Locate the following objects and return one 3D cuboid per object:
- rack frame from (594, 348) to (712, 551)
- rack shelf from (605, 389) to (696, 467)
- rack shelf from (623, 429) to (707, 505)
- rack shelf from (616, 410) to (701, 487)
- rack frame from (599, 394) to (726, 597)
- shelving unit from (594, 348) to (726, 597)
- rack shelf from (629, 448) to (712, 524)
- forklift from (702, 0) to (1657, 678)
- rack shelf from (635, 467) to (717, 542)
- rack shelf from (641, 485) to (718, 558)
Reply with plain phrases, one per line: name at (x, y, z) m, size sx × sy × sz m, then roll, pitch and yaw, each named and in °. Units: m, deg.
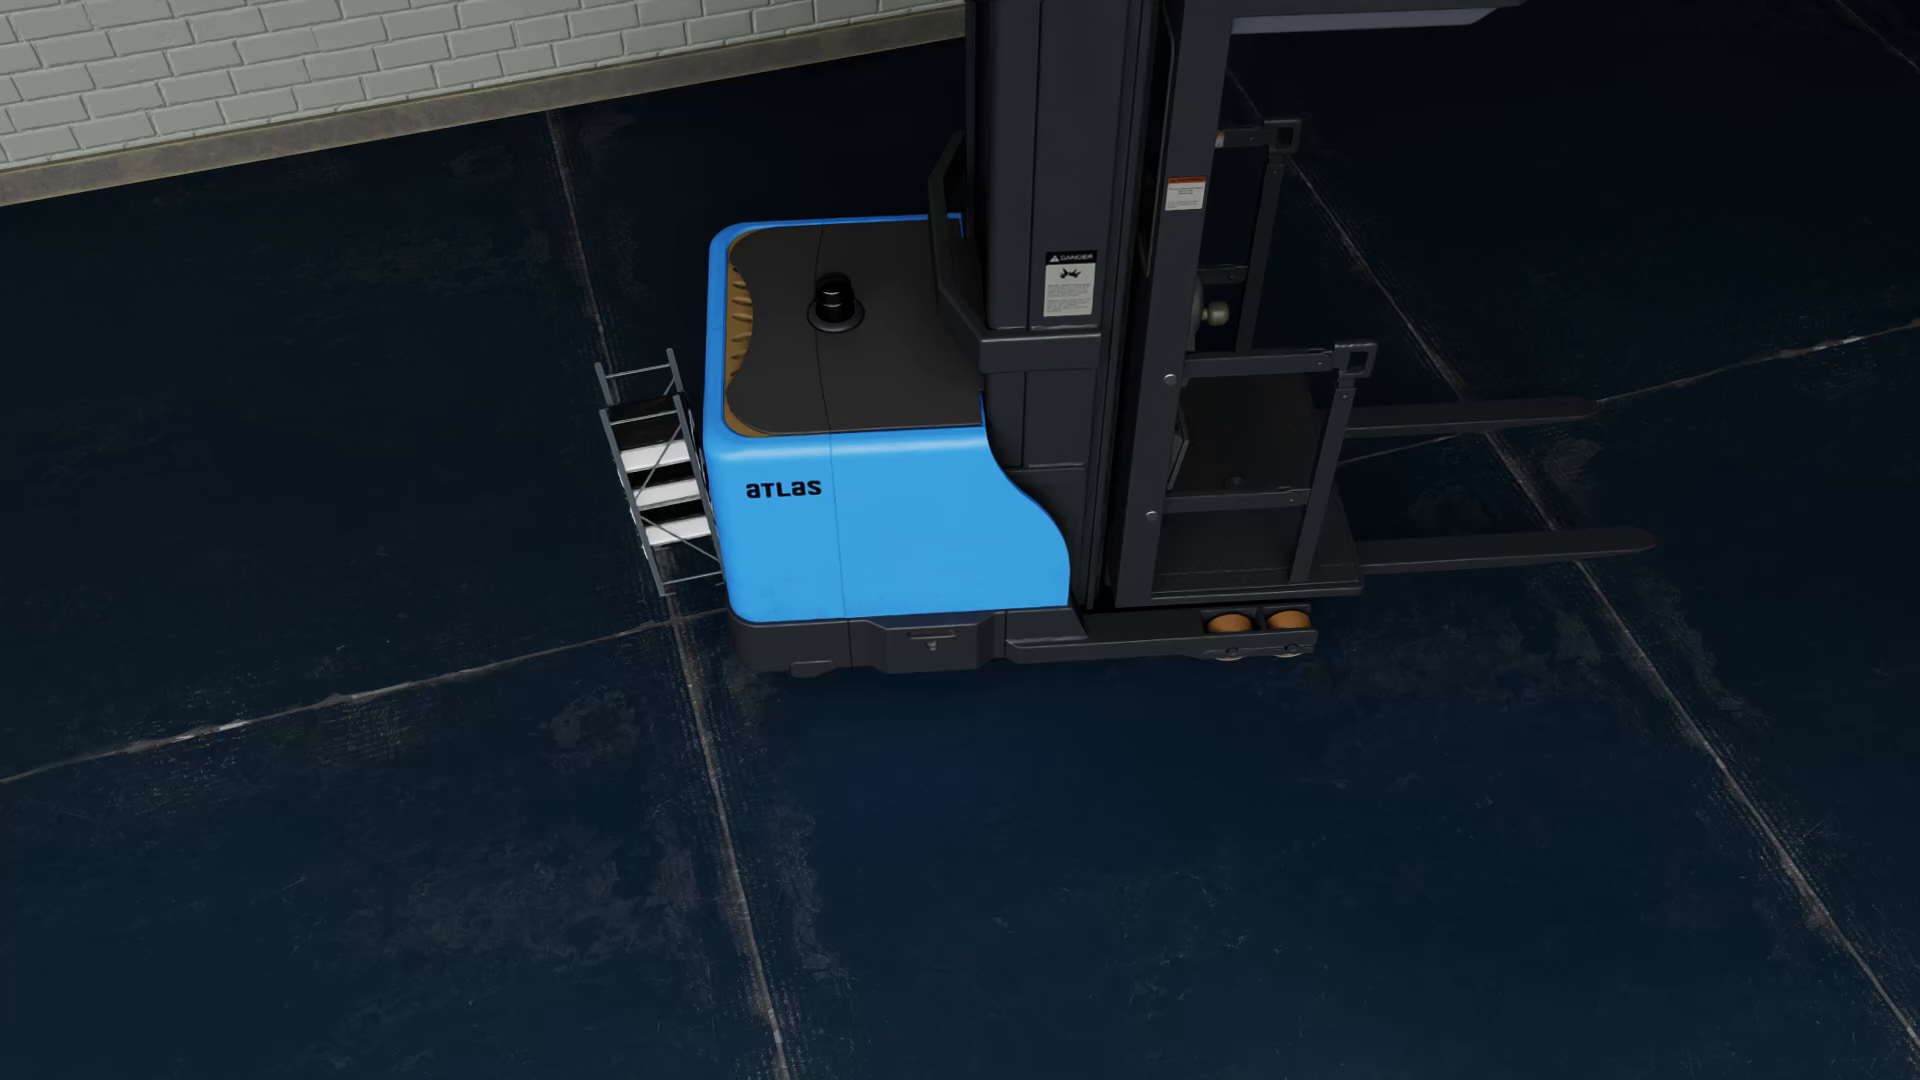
rack frame at (-0.961, -0.272, 5.380) m, size 0.240 × 0.900 × 0.006 m, roll -12°, pitch 51°, yaw -5°
rack shelf at (-0.954, -0.346, 5.133) m, size 0.258 × 0.077 × 0.200 m, roll -12°, pitch 51°, yaw -5°
rack shelf at (-0.943, -0.232, 5.272) m, size 0.258 × 0.077 × 0.200 m, roll -12°, pitch 51°, yaw -5°
rack shelf at (-0.949, -0.289, 5.203) m, size 0.258 × 0.077 × 0.200 m, roll -12°, pitch 51°, yaw -5°
rack frame at (-0.919, -0.120, 5.252) m, size 0.240 × 0.900 × 0.006 m, roll -12°, pitch 51°, yaw -5°
shelving unit at (-0.940, -0.196, 5.316) m, size 0.258 × 0.900 × 0.210 m, roll -12°, pitch 51°, yaw -5°
rack shelf at (-0.938, -0.175, 5.341) m, size 0.258 × 0.077 × 0.200 m, roll -12°, pitch 51°, yaw -5°
forklift at (0.750, -0.955, 4.638) m, size 3.031 × 2.935 × 1.130 m, roll -3°, pitch 50°, yaw -3°
rack shelf at (-0.932, -0.118, 5.411) m, size 0.258 × 0.077 × 0.200 m, roll -12°, pitch 51°, yaw -5°
rack shelf at (-0.927, -0.061, 5.480) m, size 0.258 × 0.077 × 0.200 m, roll -12°, pitch 51°, yaw -5°
